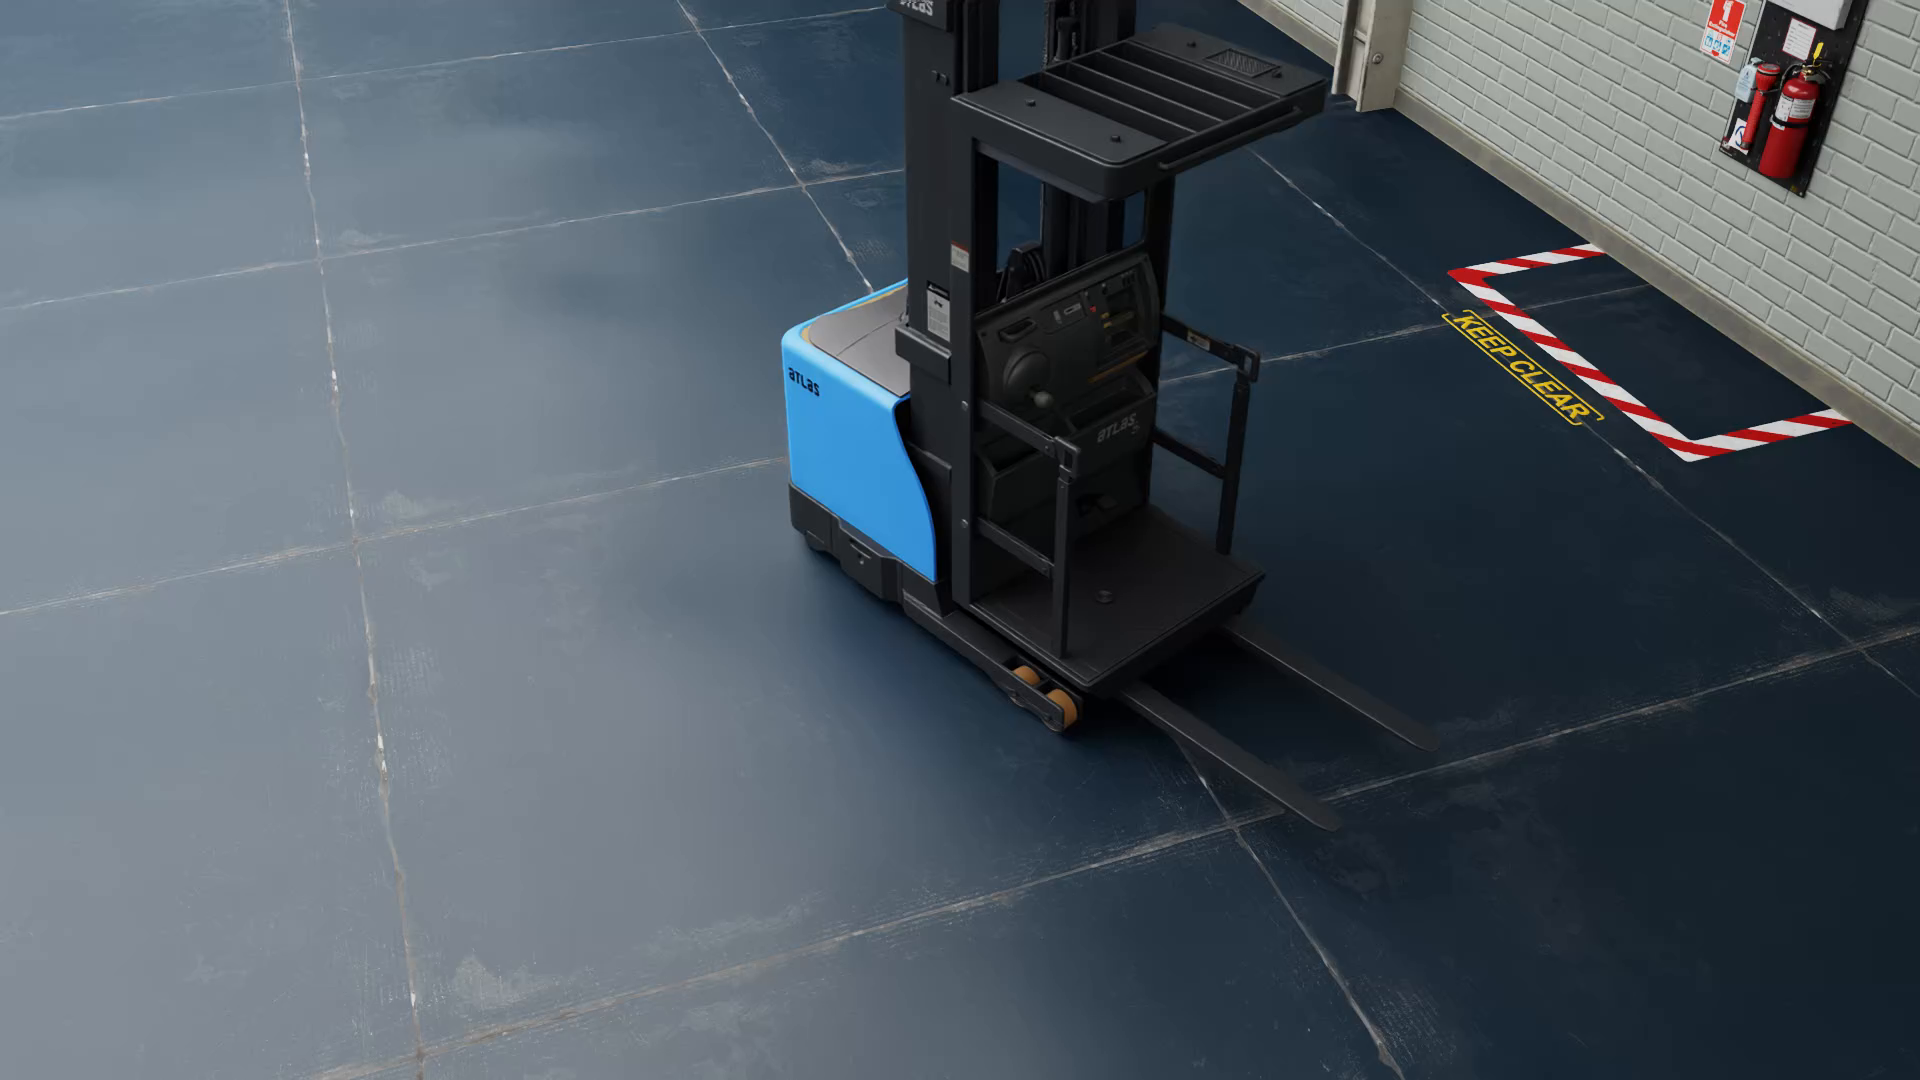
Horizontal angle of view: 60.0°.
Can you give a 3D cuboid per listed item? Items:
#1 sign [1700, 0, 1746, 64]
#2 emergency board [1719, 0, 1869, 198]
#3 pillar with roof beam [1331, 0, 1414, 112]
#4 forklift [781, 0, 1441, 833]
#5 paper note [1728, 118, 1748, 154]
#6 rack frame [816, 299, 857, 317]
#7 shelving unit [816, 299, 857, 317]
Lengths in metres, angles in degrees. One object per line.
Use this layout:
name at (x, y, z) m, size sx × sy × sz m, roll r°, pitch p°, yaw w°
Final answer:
sign at (4.059, -2.731, 8.852) m, size 0.001 × 0.329 × 0.234 m, roll -12°, pitch 39°, yaw -16°
emergency board at (4.153, -2.383, 8.420) m, size 0.194 × 1.169 × 0.643 m, roll -12°, pitch 39°, yaw -16°
pillar with roof beam at (-1.140, -5.873, 8.068) m, size 9.100 × 9.000 × 0.400 m, roll -12°, pitch 39°, yaw -16°
forklift at (0.574, -0.749, 6.308) m, size 1.130 × 2.935 × 3.031 m, roll -29°, pitch 46°, yaw -32°
paper note at (4.157, -2.145, 8.837) m, size 0.016 × 0.148 × 0.142 m, roll -12°, pitch 39°, yaw -16°
rack frame at (-0.571, -0.716, 7.953) m, size 0.240 × 0.900 × 0.006 m, roll -29°, pitch 45°, yaw -32°
shelving unit at (-0.502, -0.671, 7.892) m, size 0.258 × 0.900 × 0.210 m, roll -29°, pitch 45°, yaw -32°
